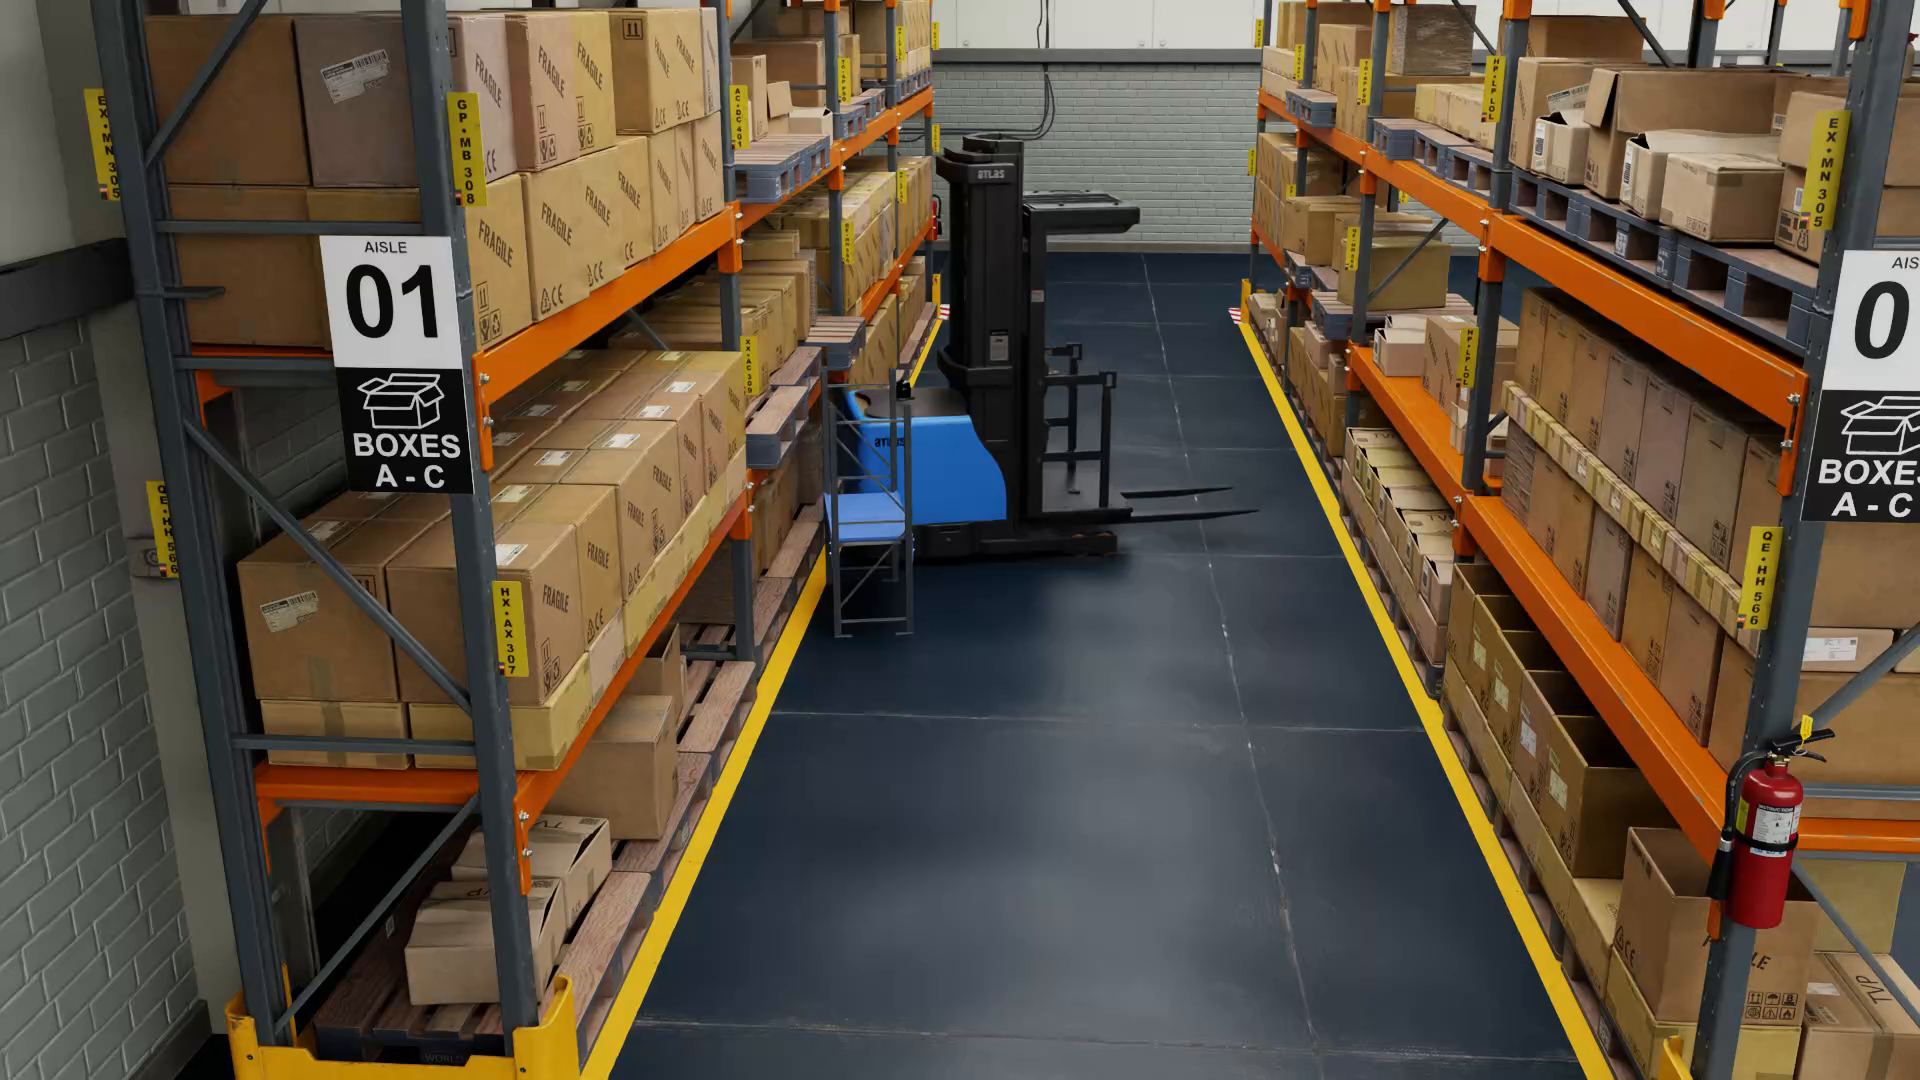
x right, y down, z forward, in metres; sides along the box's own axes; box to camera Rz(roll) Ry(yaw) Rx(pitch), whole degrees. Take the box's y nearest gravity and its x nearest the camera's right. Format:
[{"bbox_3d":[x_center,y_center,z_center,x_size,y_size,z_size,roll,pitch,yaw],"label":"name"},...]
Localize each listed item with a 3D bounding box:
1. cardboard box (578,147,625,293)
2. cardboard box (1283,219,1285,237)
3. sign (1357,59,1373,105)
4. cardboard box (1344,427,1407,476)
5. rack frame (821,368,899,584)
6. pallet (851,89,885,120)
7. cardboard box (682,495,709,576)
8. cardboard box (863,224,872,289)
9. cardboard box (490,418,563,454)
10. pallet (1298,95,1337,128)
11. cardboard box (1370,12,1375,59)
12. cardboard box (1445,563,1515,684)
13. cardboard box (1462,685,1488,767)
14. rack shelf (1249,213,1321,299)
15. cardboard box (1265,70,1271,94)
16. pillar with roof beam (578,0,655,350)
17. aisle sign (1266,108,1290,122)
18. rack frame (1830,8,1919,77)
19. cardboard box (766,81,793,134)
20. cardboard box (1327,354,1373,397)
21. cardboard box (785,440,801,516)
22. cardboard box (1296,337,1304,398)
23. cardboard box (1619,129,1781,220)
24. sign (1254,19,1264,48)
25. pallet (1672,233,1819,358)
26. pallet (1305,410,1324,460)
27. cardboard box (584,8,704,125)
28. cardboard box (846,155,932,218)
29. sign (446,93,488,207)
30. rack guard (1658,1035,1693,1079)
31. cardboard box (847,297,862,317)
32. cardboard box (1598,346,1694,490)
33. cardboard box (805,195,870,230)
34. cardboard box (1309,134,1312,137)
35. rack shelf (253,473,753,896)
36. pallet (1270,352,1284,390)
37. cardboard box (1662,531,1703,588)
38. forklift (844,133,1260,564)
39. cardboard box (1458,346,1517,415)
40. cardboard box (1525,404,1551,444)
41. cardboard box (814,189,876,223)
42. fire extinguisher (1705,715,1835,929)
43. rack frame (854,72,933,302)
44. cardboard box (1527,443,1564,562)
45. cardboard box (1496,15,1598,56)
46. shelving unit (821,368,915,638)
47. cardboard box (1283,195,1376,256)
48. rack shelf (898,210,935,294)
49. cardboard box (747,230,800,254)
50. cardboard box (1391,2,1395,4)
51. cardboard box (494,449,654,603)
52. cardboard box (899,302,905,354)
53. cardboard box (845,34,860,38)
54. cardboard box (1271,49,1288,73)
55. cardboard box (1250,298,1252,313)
[{"bbox_3d":[-1.608,-1.222,6.325,0.500,0.500,0.500,2,18,6],"label":"cardboard box"},{"bbox_3d":[3.593,-3.140,17.027,0.500,0.500,0.500,2,18,5],"label":"cardboard box"},{"bbox_3d":[2.985,-3.373,12.252,0.100,0.325,0.005,1,18,4],"label":"sign"},{"bbox_3d":[3.196,-0.692,12.559,0.500,0.311,0.500,2,18,6],"label":"cardboard box"},{"bbox_3d":[-0.676,-0.420,11.297,0.500,1.500,0.032,-2,18,-7],"label":"rack frame"},{"bbox_3d":[-1.145,-4.089,15.576,0.805,0.209,1.217,1,18,2],"label":"pallet"},{"bbox_3d":[-1.498,-0.029,7.904,0.500,0.250,0.500,1,18,4],"label":"cardboard box"},{"bbox_3d":[-1.041,-2.458,14.438,0.500,0.500,0.500,1,18,4],"label":"cardboard box"},{"bbox_3d":[-2.052,-0.233,7.320,0.500,0.500,0.500,2,18,5],"label":"cardboard box"},{"bbox_3d":[3.625,-3.744,14.517,1.213,0.211,1.003,1,18,4],"label":"pallet"},{"bbox_3d":[3.637,-4.089,13.502,0.500,0.500,0.500,1,18,4],"label":"cardboard box"},{"bbox_3d":[2.894,0.441,8.797,0.500,0.500,0.500,1,18,4],"label":"cardboard box"},{"bbox_3d":[2.863,0.953,8.439,0.500,0.250,0.500,1,18,4],"label":"cardboard box"},{"bbox_3d":[3.956,-3.211,18.559,1.077,0.370,4.000,1,18,4],"label":"rack shelf"},{"bbox_3d":[3.761,-5.219,18.957,0.500,0.250,0.500,1,18,4],"label":"cardboard box"},{"bbox_3d":[1.923,-4.169,10.694,9.100,9.000,0.400,1,18,4],"label":"pillar with roof beam"},{"bbox_3d":[3.812,-5.437,20.023,0.394,0.787,0.004,1,18,4],"label":"aisle sign"},{"bbox_3d":[8.753,-5.670,15.277,1.000,3.000,0.127,1,18,4],"label":"rack frame"},{"bbox_3d":[-1.600,-2.882,11.386,0.797,0.503,0.637,4,19,12],"label":"cardboard box"},{"bbox_3d":[3.359,-1.380,13.920,0.500,0.250,0.500,2,18,6],"label":"cardboard box"},{"bbox_3d":[-1.567,-0.437,12.249,0.700,0.500,0.500,1,18,4],"label":"cardboard box"},{"bbox_3d":[3.508,-1.642,15.924,0.500,0.500,0.500,2,18,5],"label":"cardboard box"},{"bbox_3d":[2.812,-1.390,6.274,0.500,0.311,0.500,3,18,10],"label":"cardboard box"},{"bbox_3d":[3.559,-6.026,19.777,0.100,0.325,0.005,1,18,4],"label":"sign"},{"bbox_3d":[3.029,-0.807,5.393,1.003,0.211,1.213,1,18,4],"label":"pallet"},{"bbox_3d":[3.708,-0.973,15.053,1.003,0.211,1.213,1,18,4],"label":"pallet"},{"bbox_3d":[-1.496,-2.181,7.645,0.500,0.500,0.500,2,18,7],"label":"cardboard box"},{"bbox_3d":[-0.868,-4.267,20.146,0.980,0.700,0.700,2,18,6],"label":"cardboard box"},{"bbox_3d":[-1.447,-1.143,4.872,0.100,0.325,0.005,1,18,4],"label":"sign"},{"bbox_3d":[2.951,1.991,5.544,1.175,0.500,0.348,1,18,4],"label":"rack guard"},{"bbox_3d":[-1.030,-1.944,13.911,0.380,0.149,0.250,2,18,6],"label":"cardboard box"},{"bbox_3d":[3.106,-0.505,6.903,0.700,0.500,0.500,1,18,4],"label":"cardboard box"},{"bbox_3d":[-1.055,-2.811,14.309,0.500,0.250,0.500,1,18,4],"label":"cardboard box"},{"bbox_3d":[4.342,-4.552,19.731,0.500,0.500,0.500,1,18,3],"label":"cardboard box"},{"bbox_3d":[-1.845,0.407,7.519,1.077,0.370,4.000,1,18,4],"label":"rack shelf"},{"bbox_3d":[3.863,-1.819,17.637,1.003,0.211,1.213,1,18,4],"label":"pallet"},{"bbox_3d":[2.846,0.078,6.165,0.380,0.149,0.250,2,18,5],"label":"cardboard box"},{"bbox_3d":[0.690,-1.426,12.068,3.031,2.935,1.130,-3,18,-9],"label":"forklift"},{"bbox_3d":[3.349,-0.896,10.180,0.500,0.500,0.500,3,18,8],"label":"cardboard box"},{"bbox_3d":[2.992,-0.565,8.128,0.380,0.149,0.250,1,18,2],"label":"cardboard box"},{"bbox_3d":[-1.025,-2.969,14.793,0.500,0.250,0.500,1,18,3],"label":"cardboard box"},{"bbox_3d":[2.481,0.859,5.109,0.296,0.674,0.183,1,18,4],"label":"fire extinguisher"},{"bbox_3d":[-0.841,-4.283,20.677,1.000,3.000,0.127,1,18,4],"label":"rack frame"},{"bbox_3d":[3.183,-0.192,8.032,0.700,0.500,0.500,1,18,3],"label":"cardboard box"},{"bbox_3d":[3.341,-2.725,9.466,0.500,0.500,0.500,3,18,9],"label":"cardboard box"},{"bbox_3d":[-0.612,-0.263,10.818,0.538,1.500,1.048,-2,18,-7],"label":"shelving unit"},{"bbox_3d":[3.556,-3.036,16.037,0.700,0.500,0.500,-5,19,-15],"label":"cardboard box"},{"bbox_3d":[-0.985,-3.320,18.893,1.077,0.370,4.000,1,18,4],"label":"rack shelf"},{"bbox_3d":[-1.410,-2.255,12.580,0.380,0.149,0.250,-1,18,-3],"label":"cardboard box"},{"bbox_3d":[3.987,-5.183,16.841,0.700,0.500,0.500,1,18,4],"label":"cardboard box"},{"bbox_3d":[-1.566,-0.064,6.804,0.500,0.500,0.500,1,18,2],"label":"cardboard box"},{"bbox_3d":[-0.972,-2.282,17.911,0.700,0.500,0.500,2,18,5],"label":"cardboard box"},{"bbox_3d":[-1.301,-4.452,15.508,0.700,0.500,0.500,0,18,1],"label":"cardboard box"},{"bbox_3d":[3.731,-5.301,18.405,0.500,0.250,0.500,1,18,4],"label":"cardboard box"},{"bbox_3d":[3.709,-2.836,20.105,0.380,0.166,0.250,1,18,4],"label":"cardboard box"}]
